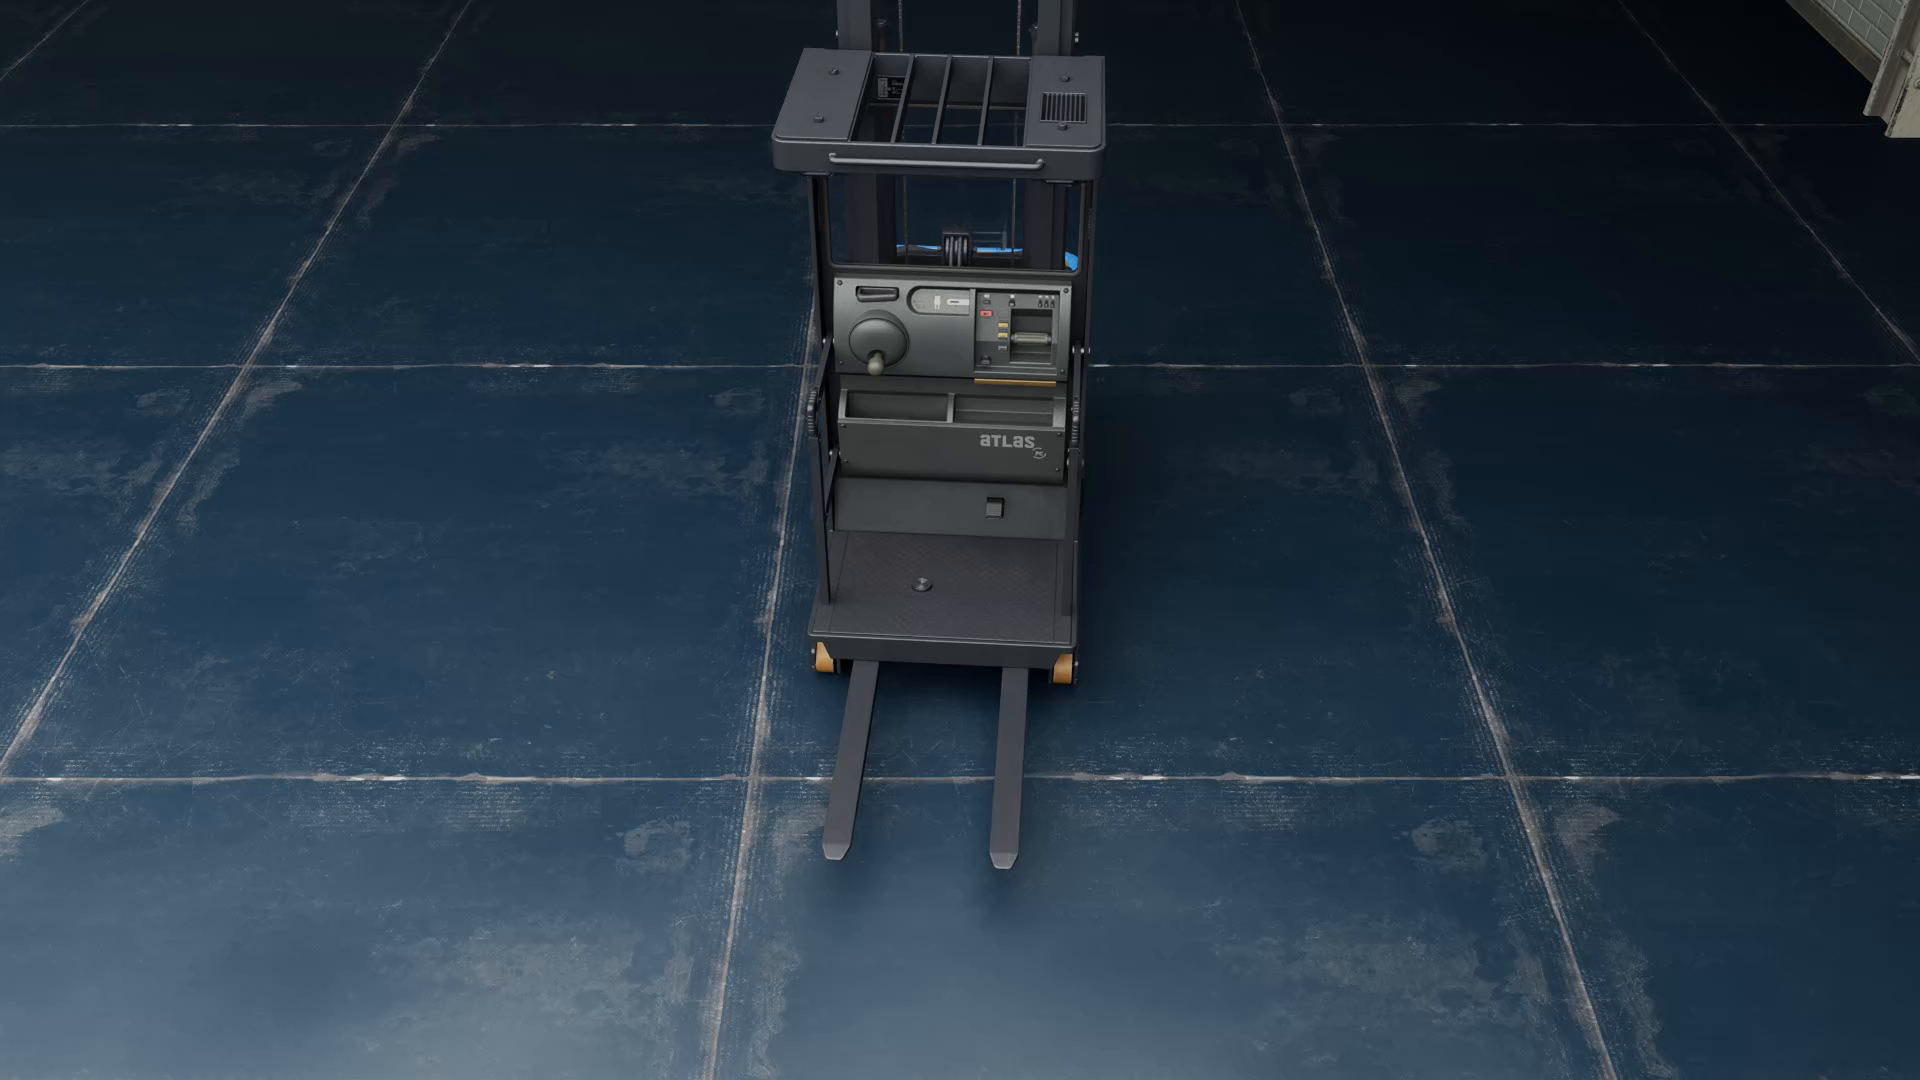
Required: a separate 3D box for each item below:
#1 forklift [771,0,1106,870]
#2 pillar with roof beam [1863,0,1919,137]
[{"bbox_3d":[-0.044,-0.755,6.349,1.130,2.935,3.031,2,39,3],"label":"forklift"},{"bbox_3d":[2.045,-6.322,8.443,9.100,9.000,0.400,0,39,0],"label":"pillar with roof beam"}]
